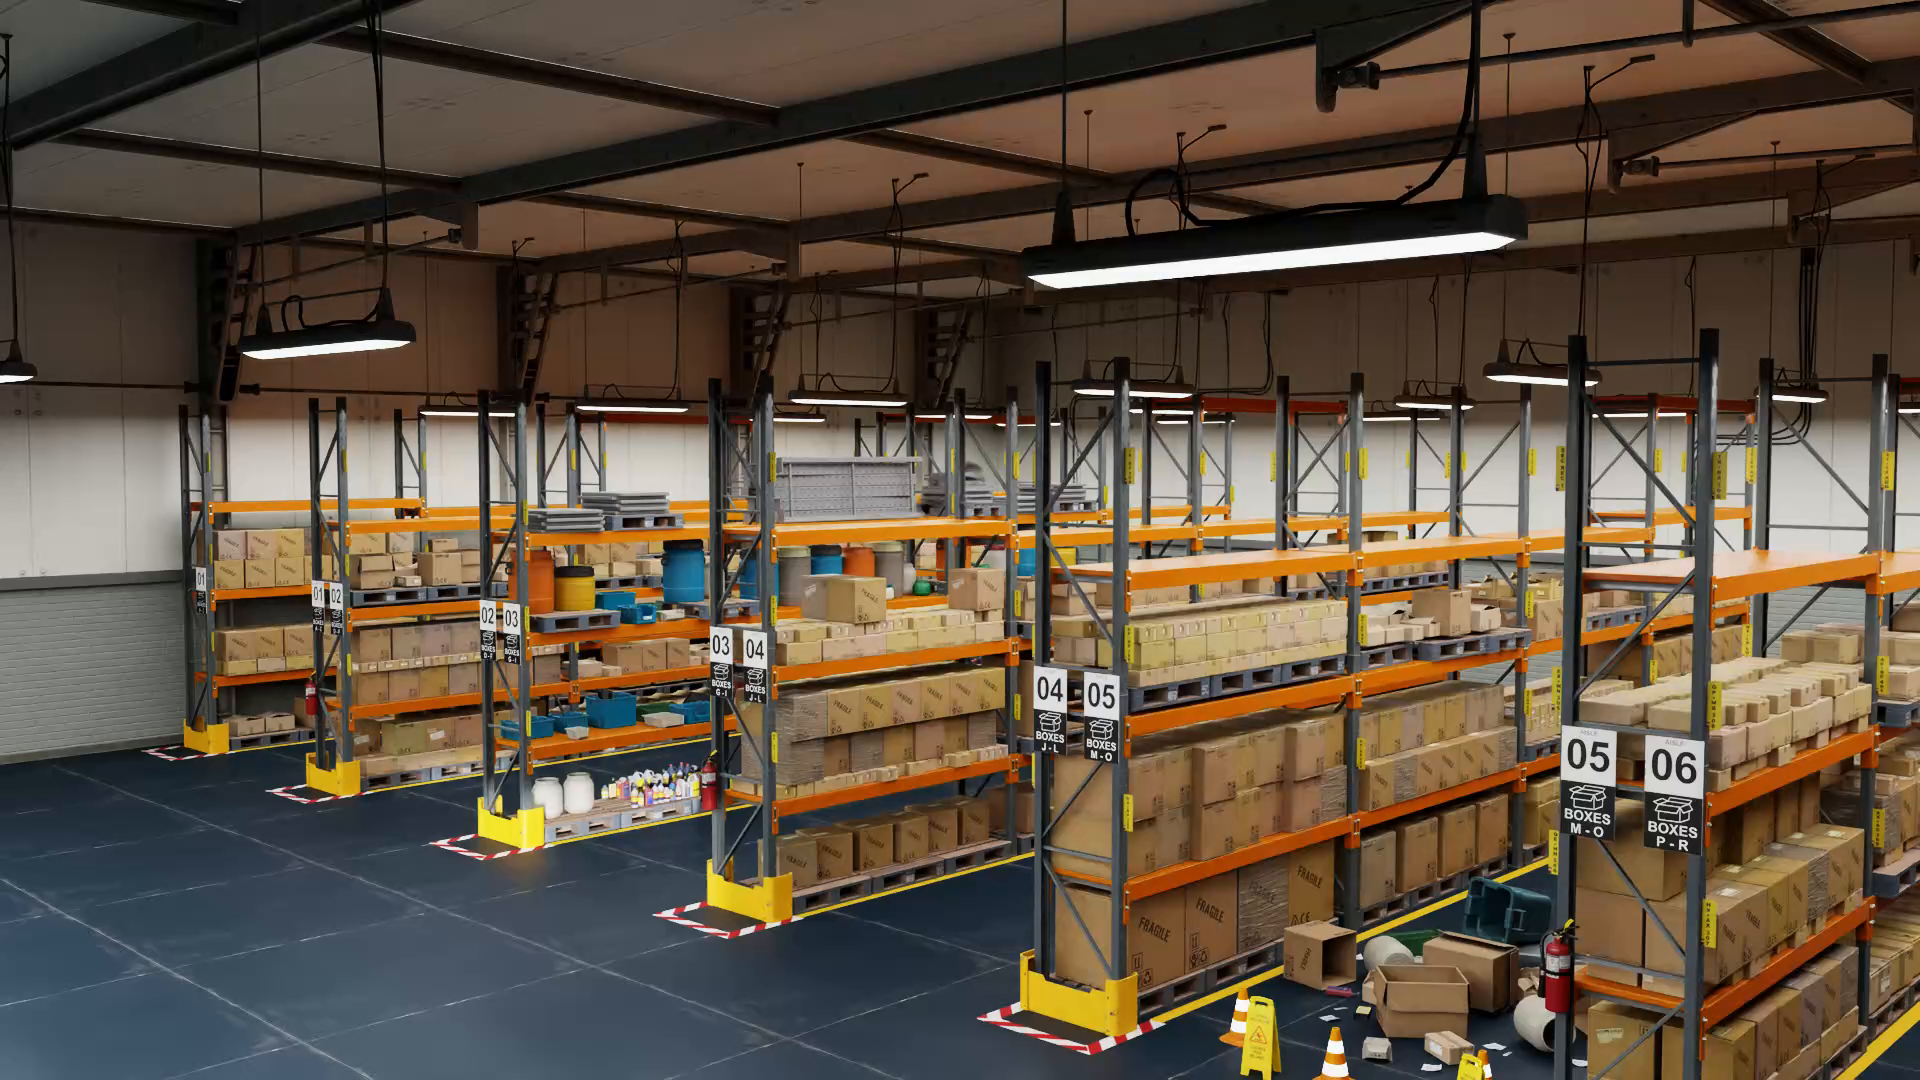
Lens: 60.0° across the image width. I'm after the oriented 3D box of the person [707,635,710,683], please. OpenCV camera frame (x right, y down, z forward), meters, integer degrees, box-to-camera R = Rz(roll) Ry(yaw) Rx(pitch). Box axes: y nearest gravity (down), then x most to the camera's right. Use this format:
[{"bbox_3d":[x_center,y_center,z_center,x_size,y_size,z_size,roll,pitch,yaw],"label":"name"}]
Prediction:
[{"bbox_3d":[-4.827,2.600,33.442,0.604,1.637,0.609,2,4,35],"label":"person"}]
